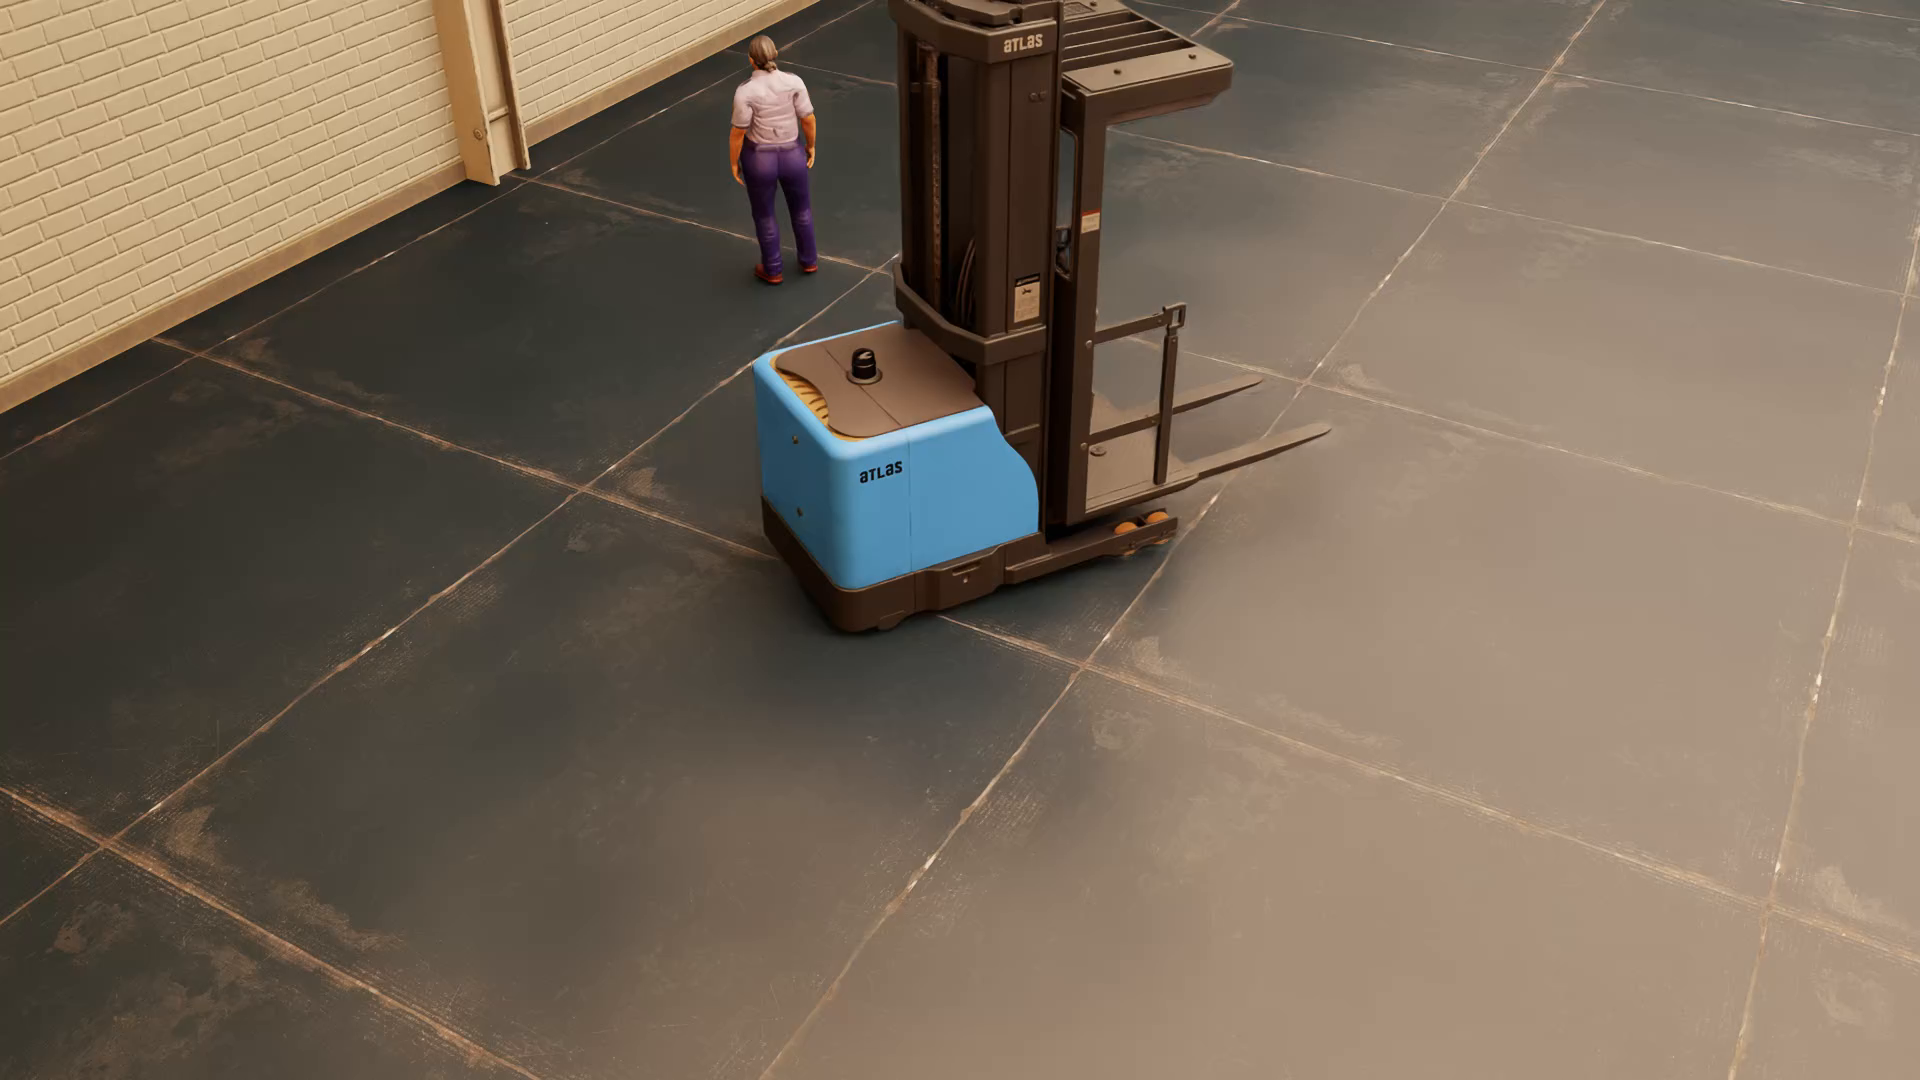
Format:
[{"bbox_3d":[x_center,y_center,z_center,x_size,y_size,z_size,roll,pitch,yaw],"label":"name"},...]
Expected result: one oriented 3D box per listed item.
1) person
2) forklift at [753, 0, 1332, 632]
[{"bbox_3d":[-1.190,-2.421,10.534,0.580,1.658,0.484,-12,37,-16],"label":"person"},{"bbox_3d":[0.534,-1.366,7.966,3.031,2.935,1.130,-18,39,-23],"label":"forklift"}]
